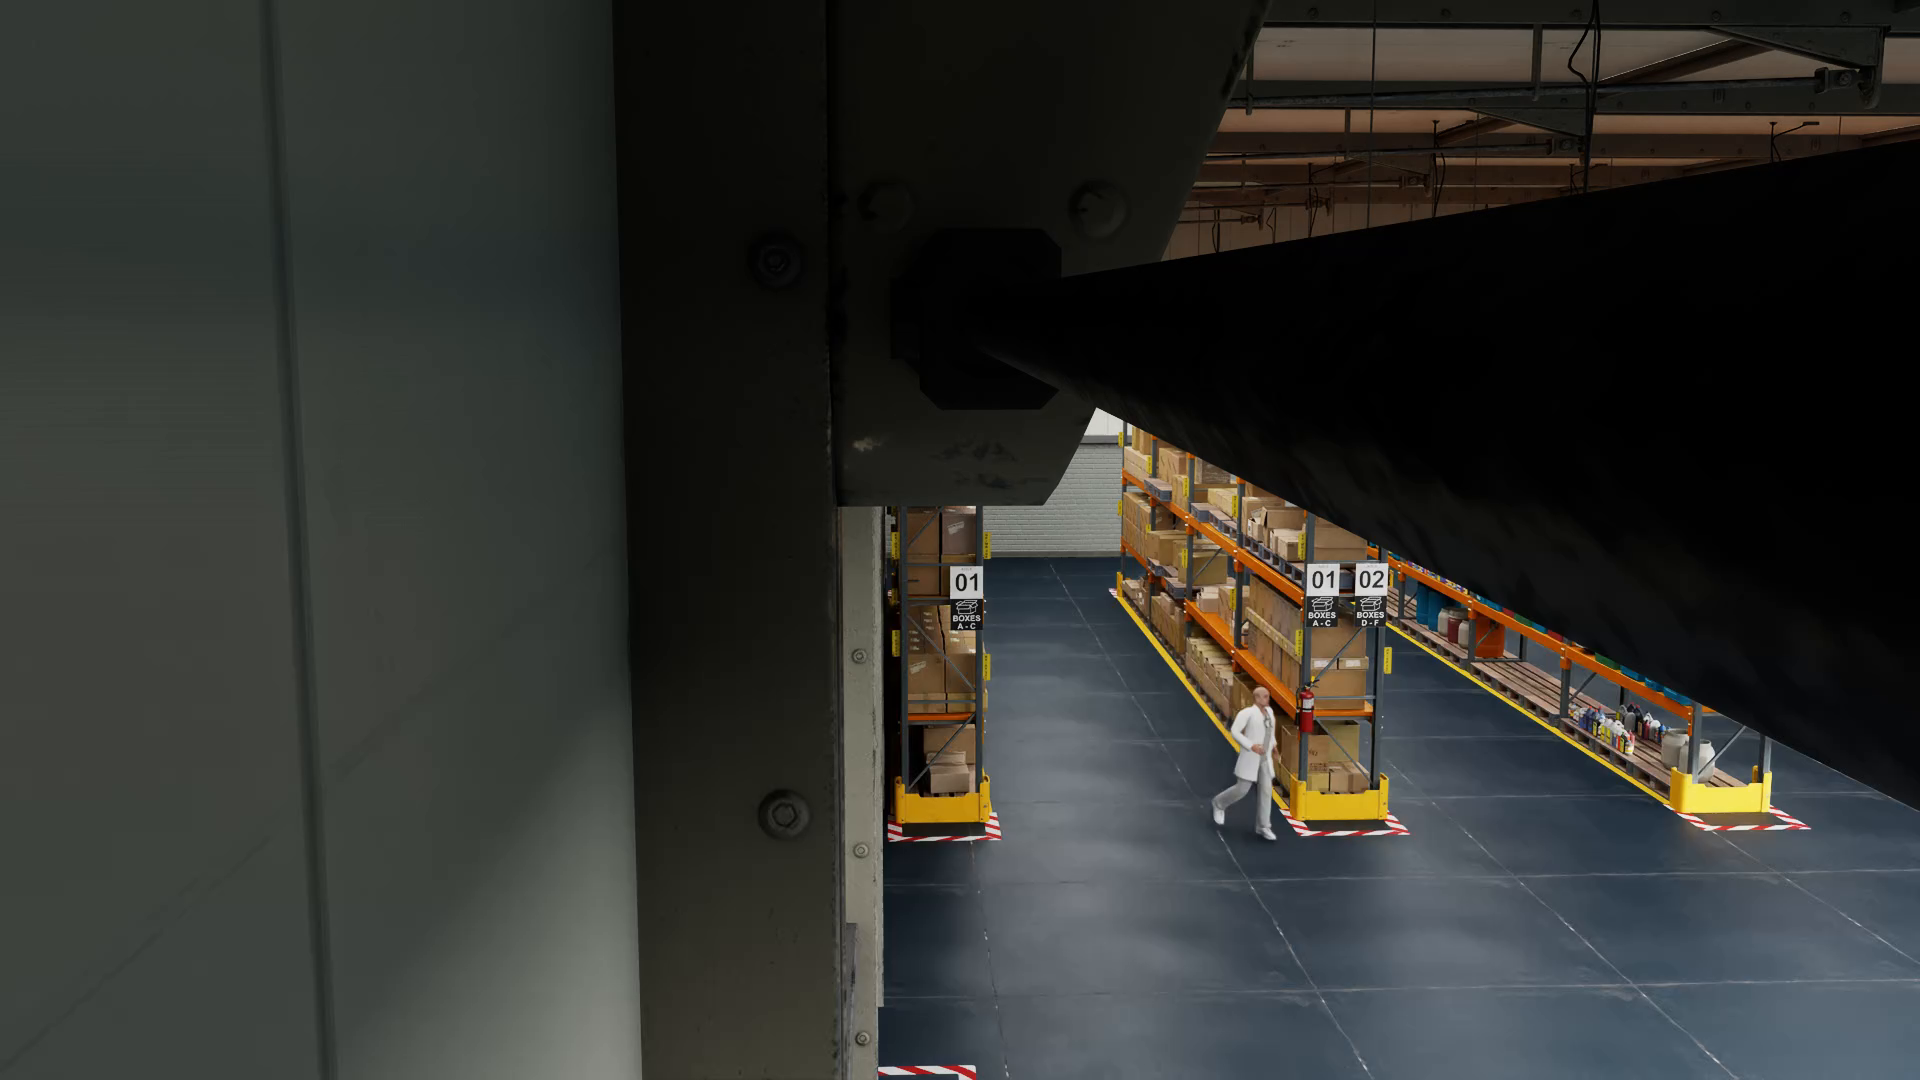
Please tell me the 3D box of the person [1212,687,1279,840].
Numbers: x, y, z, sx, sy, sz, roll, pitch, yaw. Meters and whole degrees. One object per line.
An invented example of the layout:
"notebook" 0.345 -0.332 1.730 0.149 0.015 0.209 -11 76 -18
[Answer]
"person" 3.598 2.642 20.078 0.770 1.739 1.049 -5 9 -31
